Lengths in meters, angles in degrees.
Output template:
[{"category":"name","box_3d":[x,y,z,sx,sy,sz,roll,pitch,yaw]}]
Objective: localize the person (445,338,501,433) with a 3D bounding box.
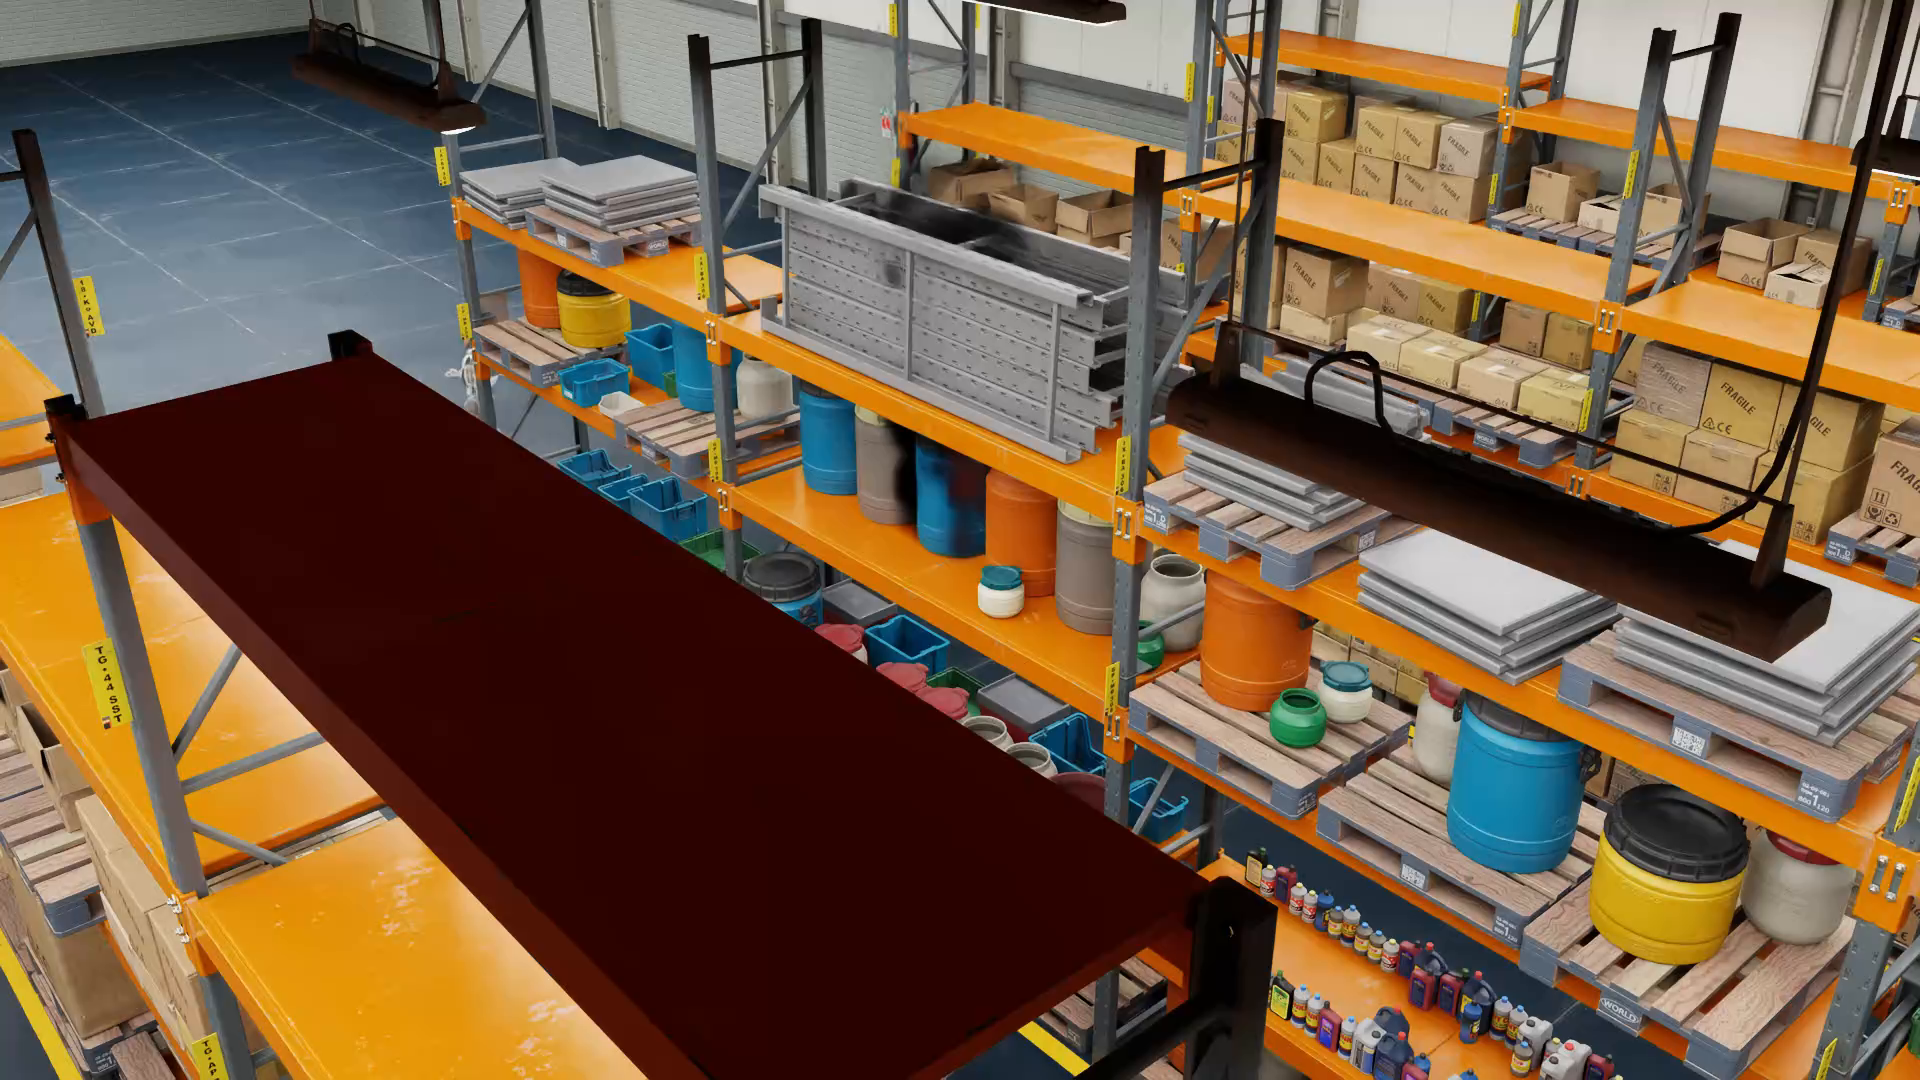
[{"category":"person","box_3d":[-5.522,-1.641,18.950,0.619,1.695,0.595,-6,28,-12]}]
